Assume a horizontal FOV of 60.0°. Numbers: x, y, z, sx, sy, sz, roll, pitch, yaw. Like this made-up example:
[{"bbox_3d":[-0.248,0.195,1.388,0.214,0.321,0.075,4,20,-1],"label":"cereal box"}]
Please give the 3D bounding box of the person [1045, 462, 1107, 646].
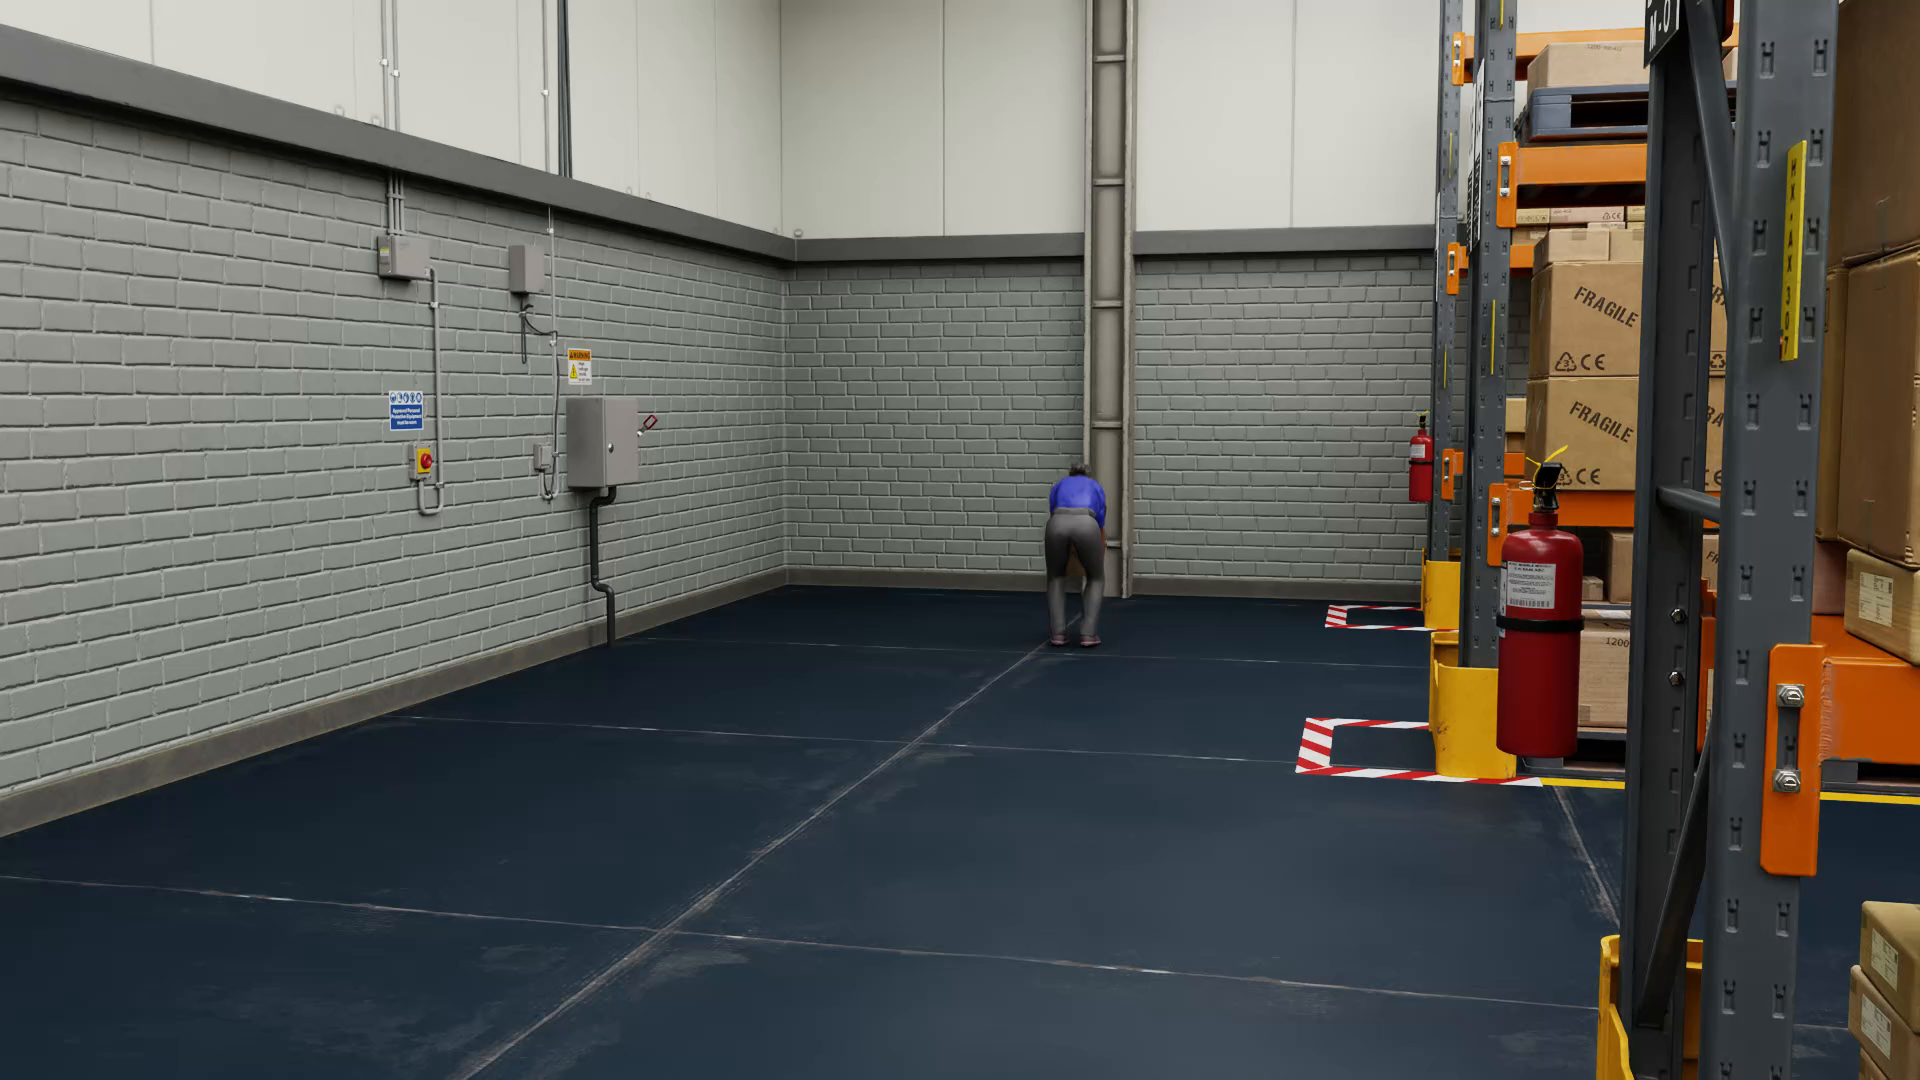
[{"bbox_3d":[0.813,0.095,11.598,0.418,1.253,0.813,1,5,12],"label":"person"}]
